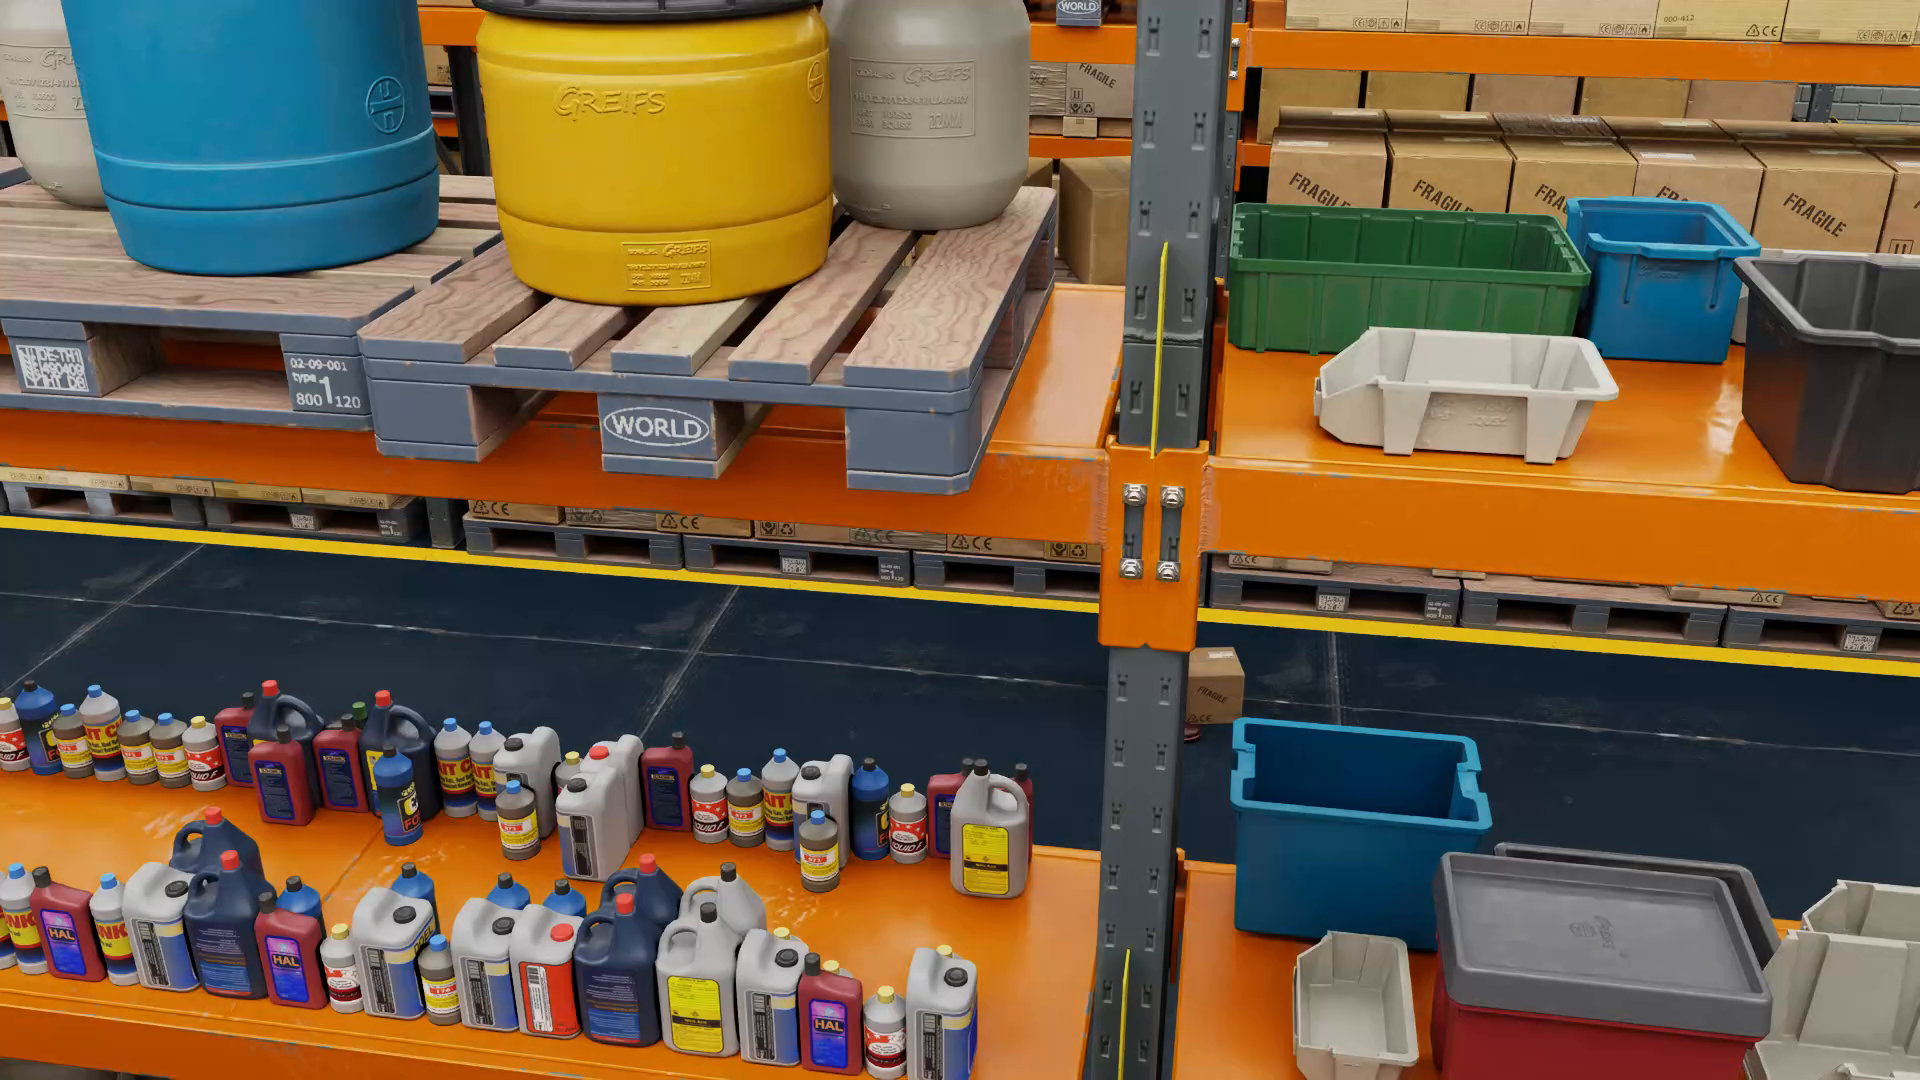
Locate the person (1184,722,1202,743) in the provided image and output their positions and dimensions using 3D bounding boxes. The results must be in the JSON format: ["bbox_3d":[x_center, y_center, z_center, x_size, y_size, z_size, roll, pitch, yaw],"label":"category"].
[{"bbox_3d":[0.871,0.018,7.079,0.377,1.652,0.538,1,25,2],"label":"person"}]
